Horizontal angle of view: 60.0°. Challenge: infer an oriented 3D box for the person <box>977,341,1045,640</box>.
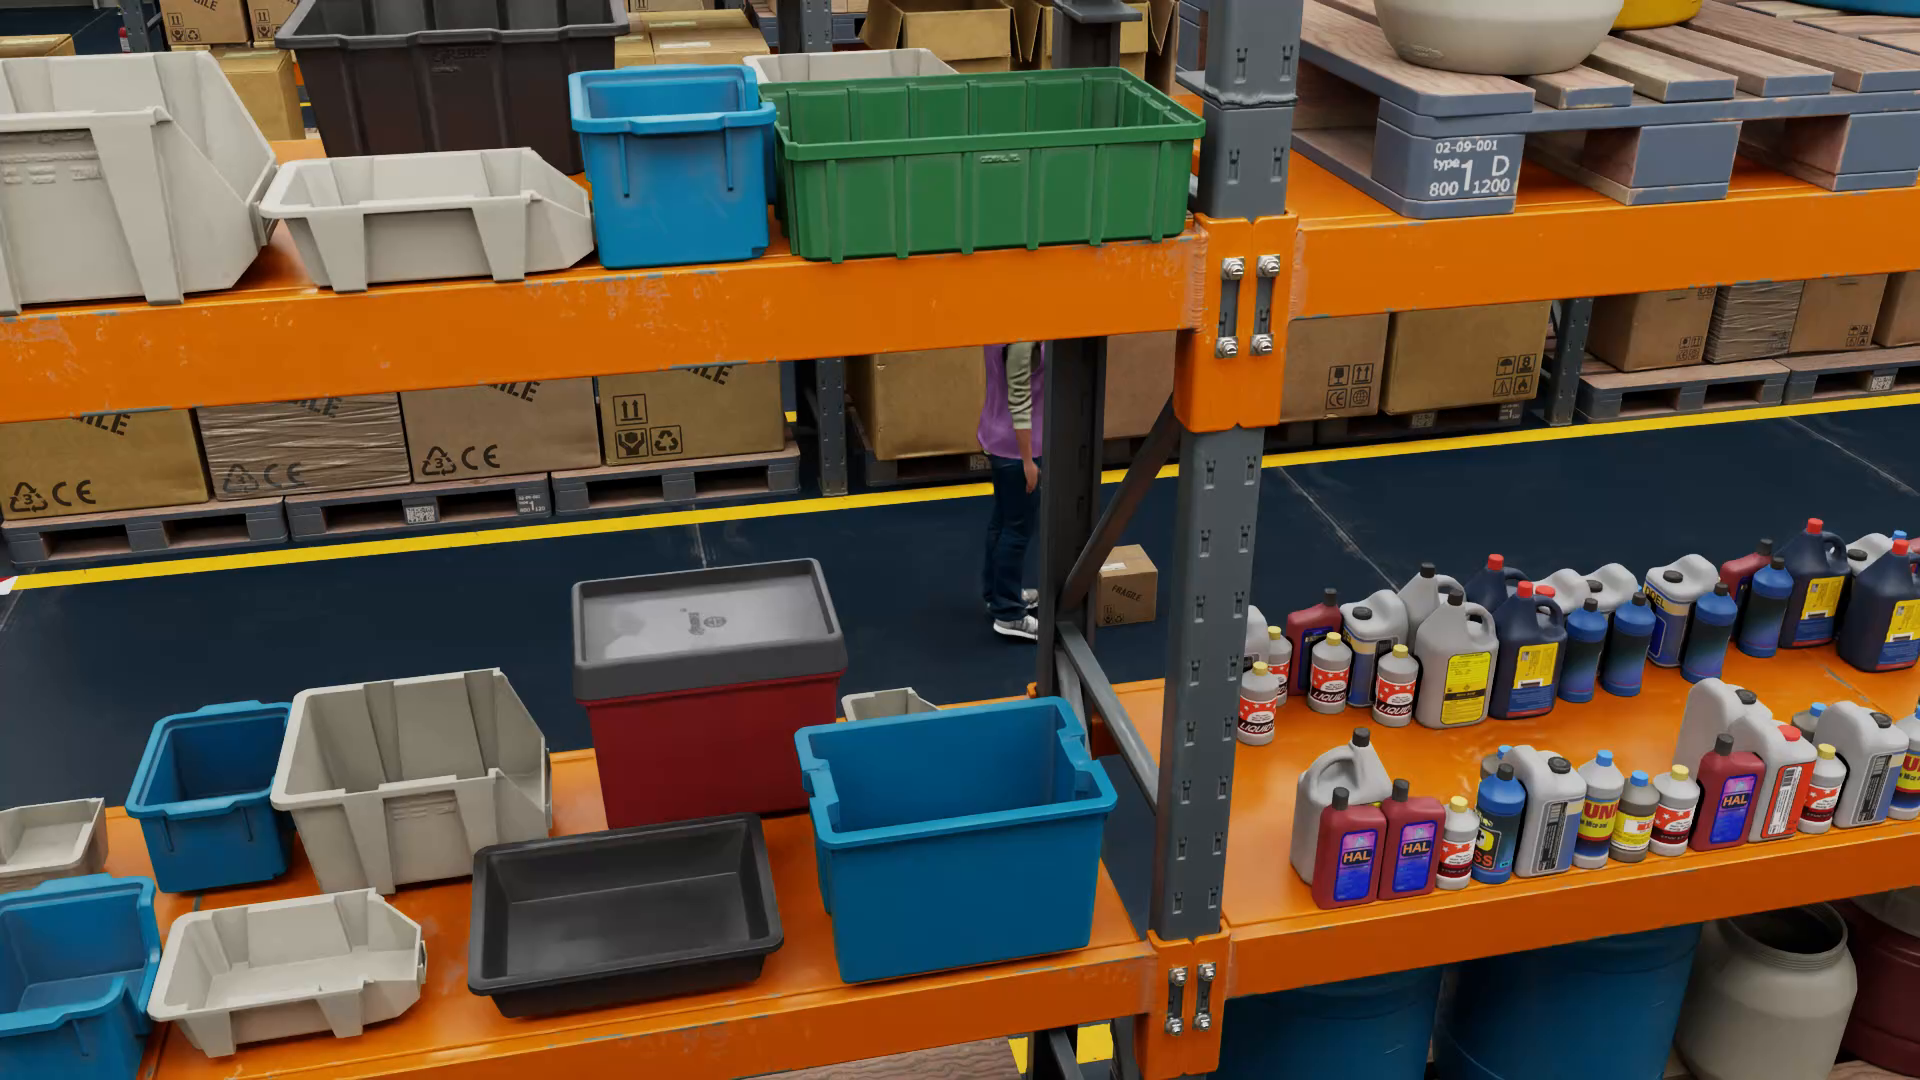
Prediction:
[{"bbox_3d":[0.231,-0.380,6.826,0.318,1.611,0.476,-6,28,-11],"label":"person"}]
